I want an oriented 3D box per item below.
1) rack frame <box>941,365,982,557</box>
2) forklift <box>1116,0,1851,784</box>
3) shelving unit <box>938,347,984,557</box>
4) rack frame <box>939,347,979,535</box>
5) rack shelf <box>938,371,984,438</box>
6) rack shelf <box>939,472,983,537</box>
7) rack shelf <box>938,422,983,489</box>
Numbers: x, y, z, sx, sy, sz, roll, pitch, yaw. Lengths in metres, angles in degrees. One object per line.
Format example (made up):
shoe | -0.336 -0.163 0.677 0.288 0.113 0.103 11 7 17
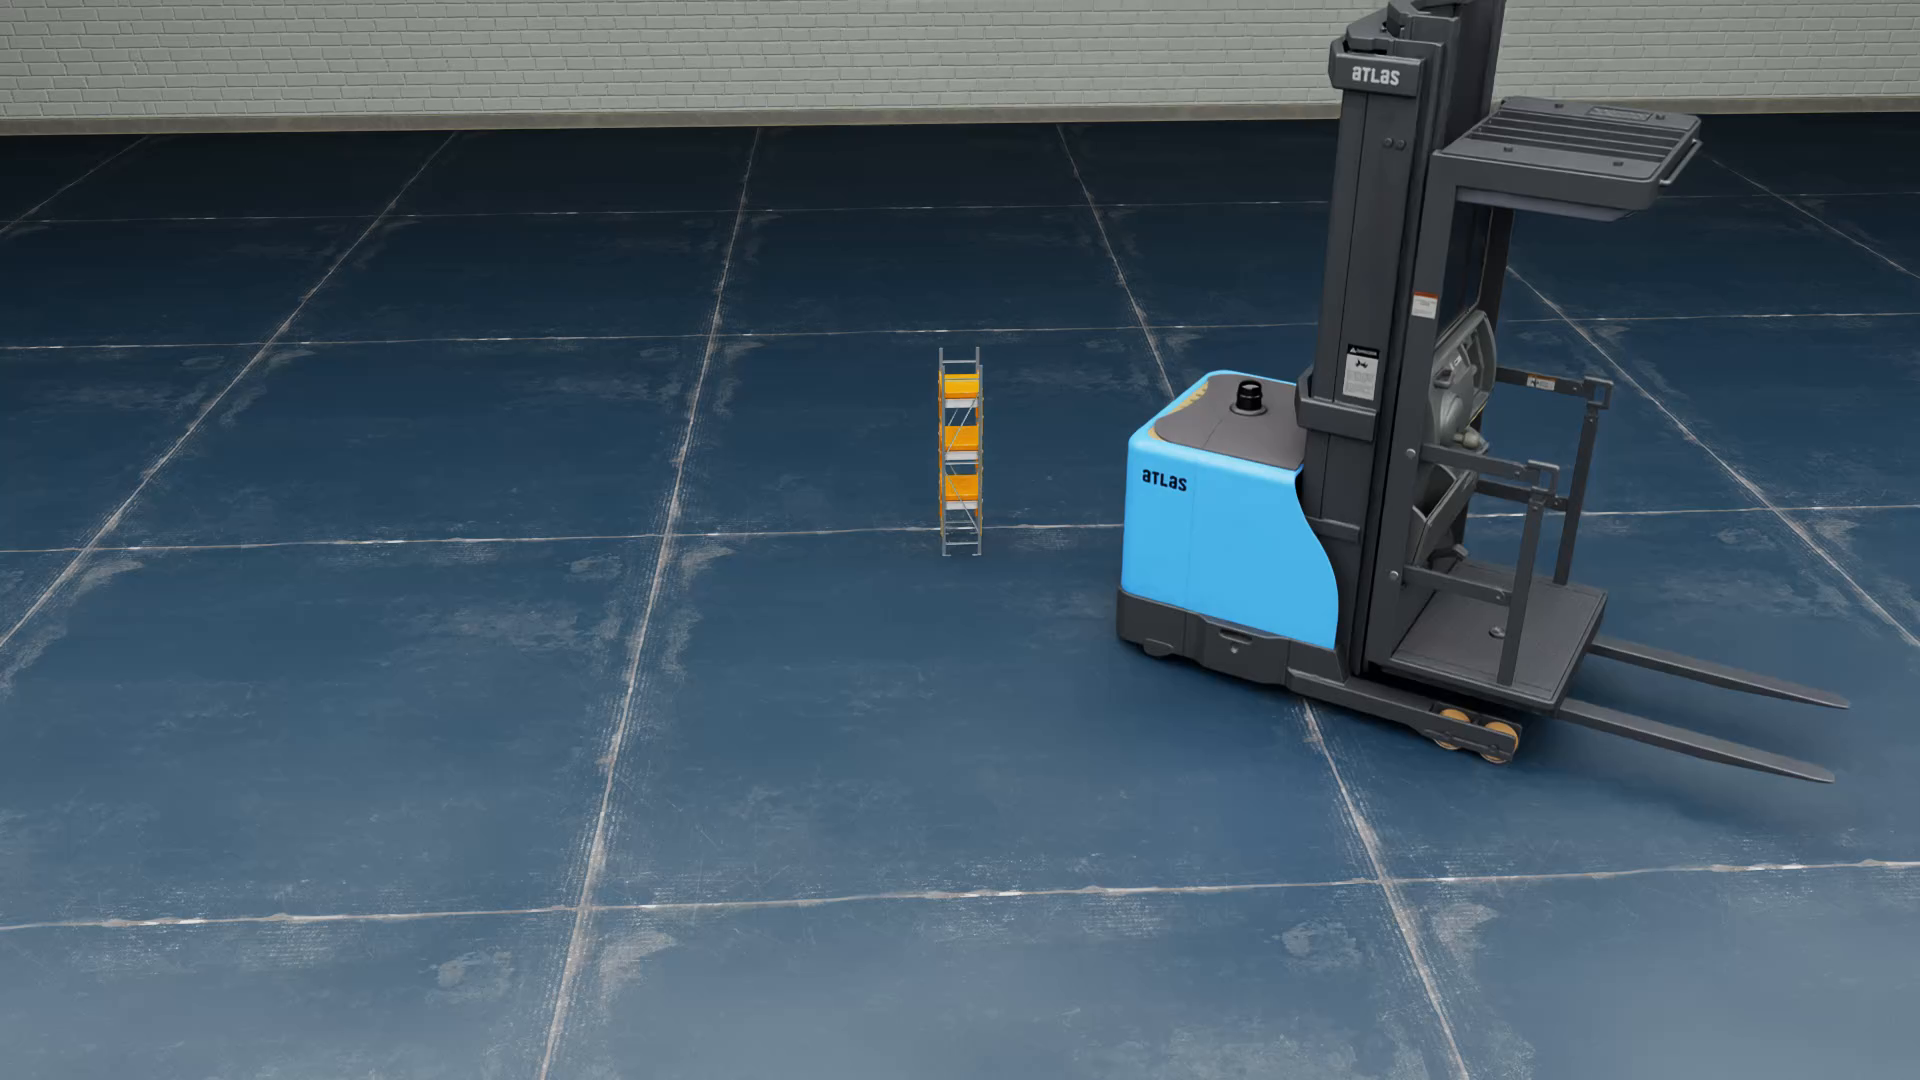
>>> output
rack frame | 0.009 -0.384 8.352 0.200 1.050 0.008 -1 28 -3
forklift | 2.260 -0.648 6.822 3.031 2.935 1.130 15 31 27
shelving unit | 0.003 -0.441 8.460 0.215 1.050 0.252 -1 28 -3
rack frame | -0.004 -0.497 8.568 0.200 1.050 0.008 -1 28 -3
rack shelf | 0.003 -0.683 8.334 0.215 0.259 0.240 -1 28 -3
rack shelf | 0.003 -0.185 8.593 0.215 0.259 0.240 -1 28 -3
rack shelf | 0.003 -0.431 8.465 0.215 0.259 0.240 -1 28 -3
